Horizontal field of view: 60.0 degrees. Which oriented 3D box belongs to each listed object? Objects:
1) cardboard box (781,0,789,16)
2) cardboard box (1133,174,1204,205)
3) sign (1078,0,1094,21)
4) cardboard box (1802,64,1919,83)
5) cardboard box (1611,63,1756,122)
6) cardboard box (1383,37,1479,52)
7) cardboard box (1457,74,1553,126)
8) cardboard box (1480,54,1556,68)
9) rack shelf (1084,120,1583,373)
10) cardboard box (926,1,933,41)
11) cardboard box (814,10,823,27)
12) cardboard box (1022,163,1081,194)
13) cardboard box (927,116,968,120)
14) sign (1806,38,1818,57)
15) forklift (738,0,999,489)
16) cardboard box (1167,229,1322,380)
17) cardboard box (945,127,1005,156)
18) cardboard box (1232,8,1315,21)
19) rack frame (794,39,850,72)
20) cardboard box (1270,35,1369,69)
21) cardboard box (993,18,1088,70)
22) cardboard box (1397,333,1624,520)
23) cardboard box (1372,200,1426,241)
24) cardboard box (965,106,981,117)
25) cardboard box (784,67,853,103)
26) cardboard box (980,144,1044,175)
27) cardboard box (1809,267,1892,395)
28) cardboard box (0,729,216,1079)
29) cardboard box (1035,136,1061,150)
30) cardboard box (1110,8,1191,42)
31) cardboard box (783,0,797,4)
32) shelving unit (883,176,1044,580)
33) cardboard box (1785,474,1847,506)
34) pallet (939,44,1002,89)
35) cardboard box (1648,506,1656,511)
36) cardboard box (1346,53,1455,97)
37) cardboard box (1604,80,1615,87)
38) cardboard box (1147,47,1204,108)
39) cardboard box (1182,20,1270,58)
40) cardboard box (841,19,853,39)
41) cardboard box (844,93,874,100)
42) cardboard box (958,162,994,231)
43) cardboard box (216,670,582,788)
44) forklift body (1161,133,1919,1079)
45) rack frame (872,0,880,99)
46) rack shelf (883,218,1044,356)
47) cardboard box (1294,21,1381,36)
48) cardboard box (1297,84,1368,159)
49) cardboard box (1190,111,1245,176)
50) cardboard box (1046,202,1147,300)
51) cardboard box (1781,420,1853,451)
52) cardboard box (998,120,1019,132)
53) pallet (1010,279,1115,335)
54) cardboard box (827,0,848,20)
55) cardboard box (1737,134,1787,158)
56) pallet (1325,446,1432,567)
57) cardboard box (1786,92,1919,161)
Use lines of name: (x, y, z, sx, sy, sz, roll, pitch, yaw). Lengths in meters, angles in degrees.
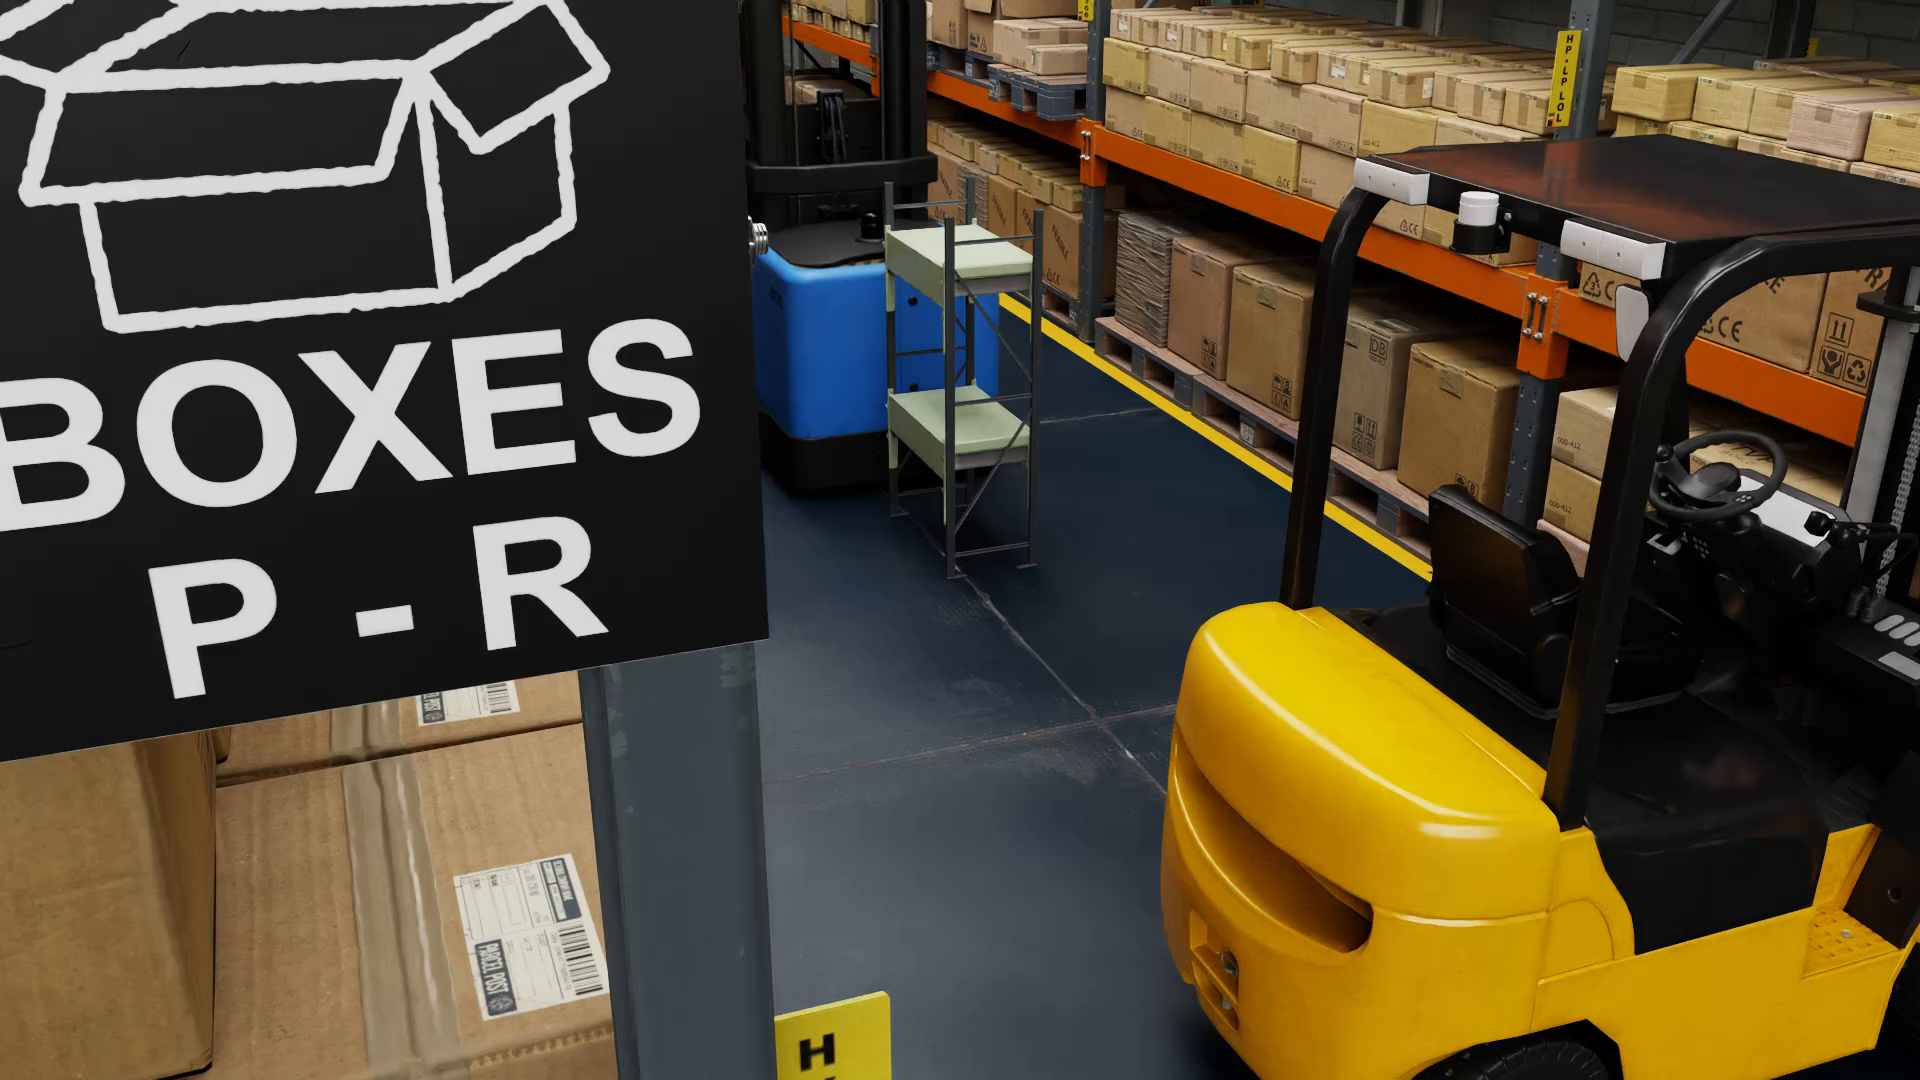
cardboard box: (-1.463, -5.010, 15.597, 0.380, 0.149, 0.250, -8, 24, -17)
cardboard box: (1.321, -2.225, 10.510, 0.380, 0.149, 0.250, -7, 24, -16)
sign: (0.709, -3.072, 9.287, 0.100, 0.325, 0.005, -8, 24, -19)
cardboard box: (3.072, -1.510, 5.623, 0.380, 0.149, 0.250, -9, 24, -20)
cardboard box: (2.462, -1.525, 5.659, 0.380, 0.149, 0.250, -8, 24, -18)
cardboard box: (2.208, -2.262, 7.790, 0.380, 0.149, 0.250, -8, 24, -19)
cardboard box: (2.190, -1.729, 6.527, 0.380, 0.149, 0.250, -9, 24, -20)
cardboard box: (2.460, -1.987, 7.138, 0.380, 0.149, 0.250, -9, 24, -20)
rack shelf: (1.920, -1.594, 8.097, 1.077, 0.370, 4.000, -8, 24, -19)
cardboard box: (-0.068, -3.680, 11.752, 0.396, 0.266, 0.258, -7, 24, -16)
cardboard box: (-1.077, -4.635, 14.707, 0.380, 0.149, 0.250, -8, 24, -19)
cardboard box: (0.625, -2.335, 10.769, 0.380, 0.149, 0.250, -9, 25, -21)
cardboard box: (-0.152, -3.190, 12.798, 0.380, 0.149, 0.250, -9, 24, -20)
sign: (3.145, -1.711, 6.232, 0.100, 0.325, 0.005, -8, 24, -19)
forklift: (-0.793, -2.129, 8.528, 1.130, 2.935, 3.031, -8, 24, -19)
cardboard box: (1.659, -1.287, 8.958, 0.875, 0.625, 0.625, -8, 24, -17)
cardboard box: (0.113, -2.904, 12.121, 0.380, 0.149, 0.250, -8, 24, -19)
cardboard box: (1.715, -2.827, 9.132, 0.380, 0.149, 0.250, -8, 24, -18)
rack frame: (-1.613, -5.559, 16.578, 1.000, 3.000, 0.127, -8, 24, -19)
cardboard box: (1.699, -2.293, 7.863, 0.380, 0.149, 0.250, -8, 24, -19)
cardboard box: (0.538, -3.116, 10.433, 0.500, 0.250, 0.500, -10, 25, -21)
cardboard box: (2.432, -0.486, 7.059, 0.875, 0.625, 0.625, -7, 24, -17)
cardboard box: (2.021, -1.459, 7.043, 0.500, 0.250, 0.500, -8, 24, -19)
cardboard box: (0.200, -3.352, 13.184, 0.380, 0.149, 0.250, -9, 25, -21)
cardboard box: (-1.485, -4.367, 16.423, 0.797, 0.503, 0.637, -9, 25, -21)
cardboard box: (0.360, -2.624, 11.455, 0.380, 0.149, 0.250, -10, 25, -22)
cardboard box: (2.918, -0.677, 4.866, 0.500, 0.500, 0.500, -9, 24, -20)
cardboard box: (-0.987, 0.137, 1.264, 0.700, 0.500, 0.500, -9, 24, -20)
cardboard box: (0.758, -2.792, 11.854, 0.380, 0.149, 0.250, -9, 25, -21)
cardboard box: (1.051, -2.841, 9.165, 0.380, 0.149, 0.250, -8, 24, -17)
cardboard box: (-1.344, -5.059, 15.200, 0.500, 0.250, 0.500, -9, 24, -20)
shelving unit: (0.002, -0.689, 6.953, 0.431, 1.500, 0.755, -8, 24, -19)
cardboard box: (2.862, -0.001, 5.103, 0.500, 0.250, 0.500, -7, 24, -17)
pallet: (0.522, -3.270, 11.394, 1.003, 0.211, 1.213, -8, 24, -19)
cardboard box: (2.688, 0.045, 5.637, 0.500, 0.250, 0.500, -8, 24, -19)
cardboard box: (1.902, -2.006, 7.184, 0.380, 0.149, 0.250, -9, 24, -20)
cardboard box: (2.703, -1.701, 6.460, 0.380, 0.149, 0.250, -9, 24, -20)
cardboard box: (1.317, -2.437, 8.719, 0.500, 0.250, 0.500, -8, 24, -17)
cardboard box: (1.365, -2.561, 8.501, 0.380, 0.149, 0.250, -8, 24, -18)
cardboard box: (-0.775, -4.254, 13.805, 0.380, 0.149, 0.250, -8, 24, -18)
cardboard box: (-0.853, -3.673, 14.779, 0.700, 0.500, 0.500, -9, 25, -21)
cardboard box: (0.308, -2.378, 11.707, 0.500, 0.500, 0.500, -9, 25, -21)
cardboard box: (-0.697, 0.356, 2.033, 0.500, 0.500, 0.500, -8, 24, -17)
forklift body: (1.663, 0.207, 3.991, 2.313, 2.155, 1.214, -8, 24, -19)
rack frame: (-0.200, -4.106, 13.130, 1.000, 3.000, 0.127, -8, 24, -19)
rack shelf: (0.002, -1.048, 6.801, 0.431, 0.370, 0.720, -8, 24, -19)
cardboard box: (1.921, -2.540, 8.450, 0.380, 0.149, 0.250, -8, 24, -19)
cardboard box: (1.850, -1.876, 7.389, 0.500, 0.250, 0.500, -8, 24, -18)
cardboard box: (1.503, -2.019, 8.372, 0.500, 0.250, 0.500, -9, 25, -21)
cardboard box: (0.863, -1.818, 10.380, 0.500, 0.500, 0.500, -8, 24, -17)
cardboard box: (3.174, -0.252, 5.698, 0.500, 0.250, 0.500, -9, 24, -20)
cardboard box: (0.507, -3.081, 12.540, 0.380, 0.149, 0.250, -10, 25, -22)
pallet: (0.985, -1.644, 10.879, 1.003, 0.211, 1.213, -8, 24, -19)
cardboard box: (-0.799, -4.506, 13.888, 0.500, 0.250, 0.500, -8, 24, -19)
cardboard box: (2.704, -1.208, 5.289, 0.380, 0.149, 0.250, -8, 24, -19)
pallet: (2.330, -0.177, 7.397, 1.003, 0.211, 1.213, -8, 24, -19)
cardboard box: (2.732, -1.243, 4.990, 0.380, 0.149, 0.250, -8, 24, -18)
